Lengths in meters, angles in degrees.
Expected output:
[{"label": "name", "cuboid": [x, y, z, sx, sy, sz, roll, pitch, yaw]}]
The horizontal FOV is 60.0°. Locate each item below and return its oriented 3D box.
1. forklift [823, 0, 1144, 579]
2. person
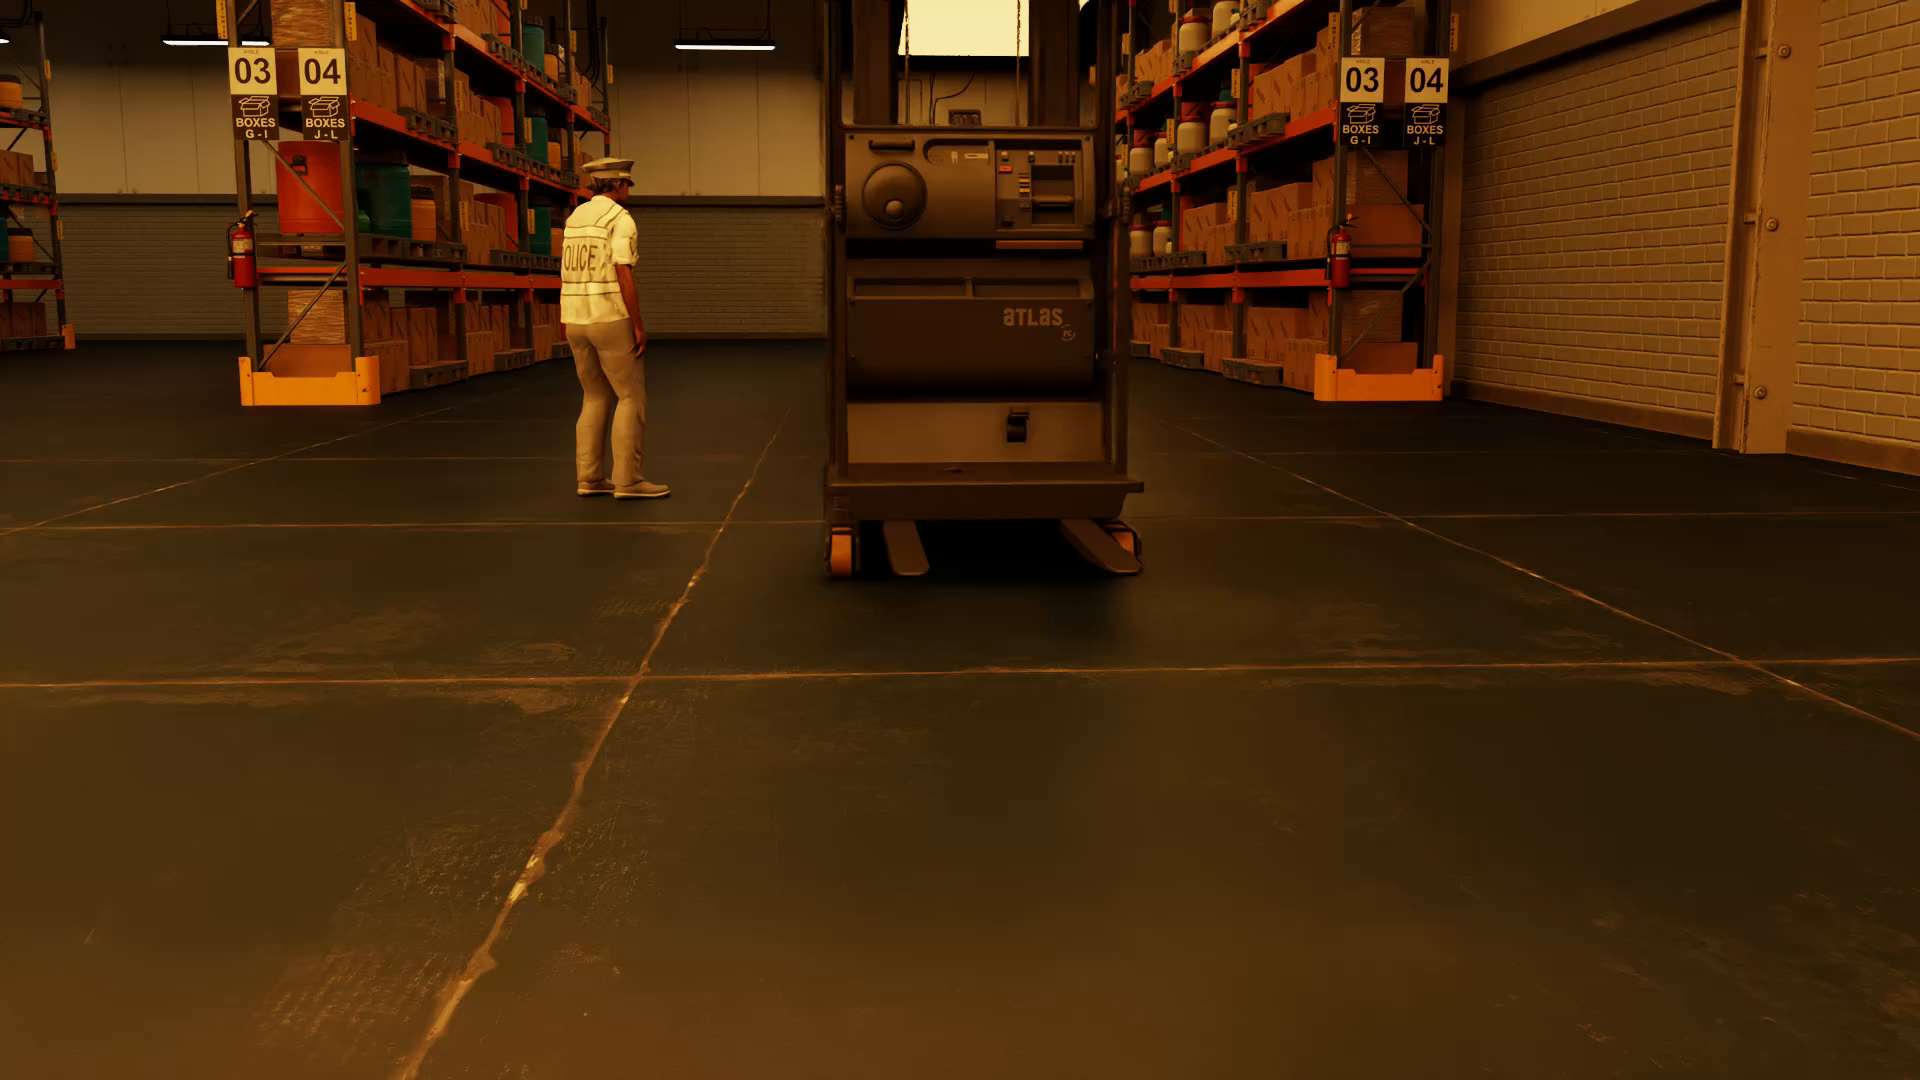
[{"label": "forklift", "cuboid": [0.057, -1.358, 5.979, 1.130, 2.935, 3.031, -1, 8, -4]}, {"label": "person", "cuboid": [-1.726, -1.037, 8.165, 0.516, 1.655, 0.397, 6, 11, 37]}]
